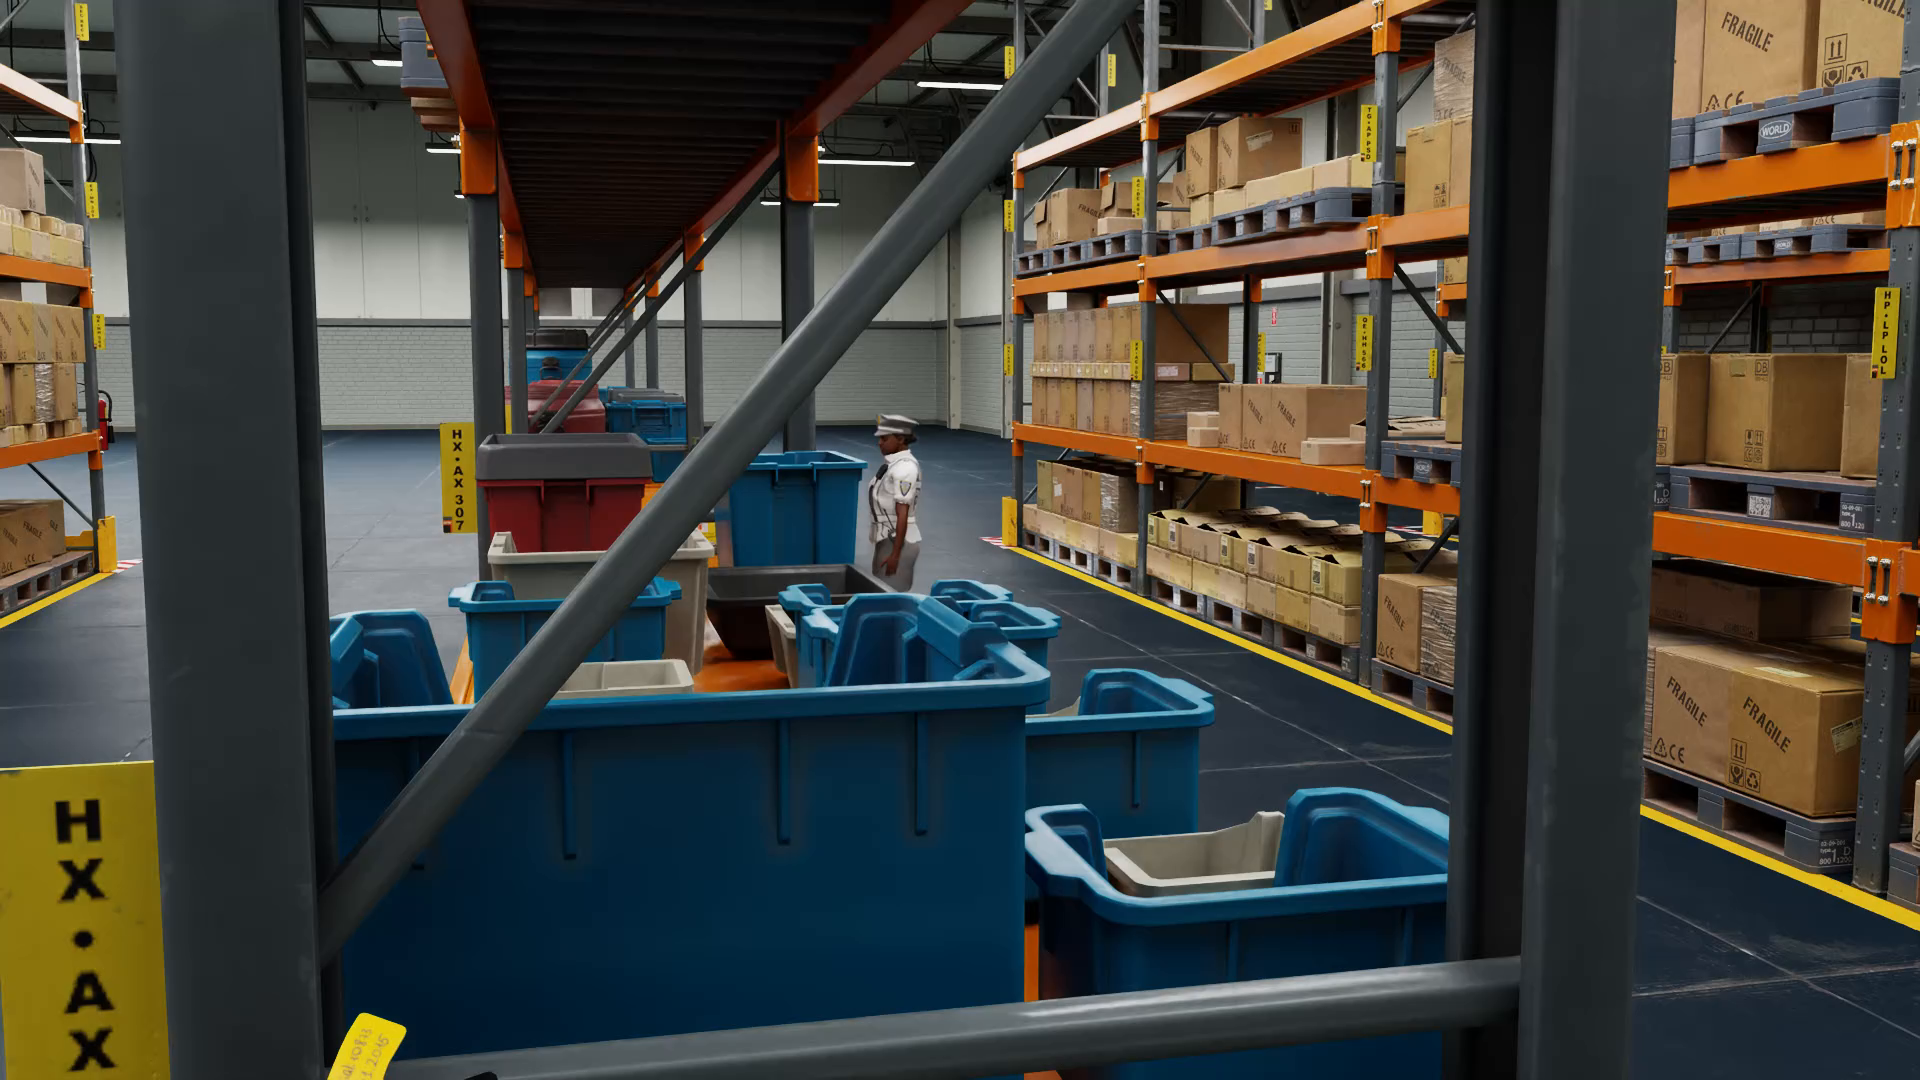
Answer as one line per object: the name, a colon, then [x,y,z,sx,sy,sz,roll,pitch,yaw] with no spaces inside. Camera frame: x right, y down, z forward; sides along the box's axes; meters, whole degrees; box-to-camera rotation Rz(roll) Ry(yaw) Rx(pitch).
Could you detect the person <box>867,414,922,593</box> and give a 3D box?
person: [-0.403,0.064,10.131,0.342,1.665,0.438,-1,6,-12]
